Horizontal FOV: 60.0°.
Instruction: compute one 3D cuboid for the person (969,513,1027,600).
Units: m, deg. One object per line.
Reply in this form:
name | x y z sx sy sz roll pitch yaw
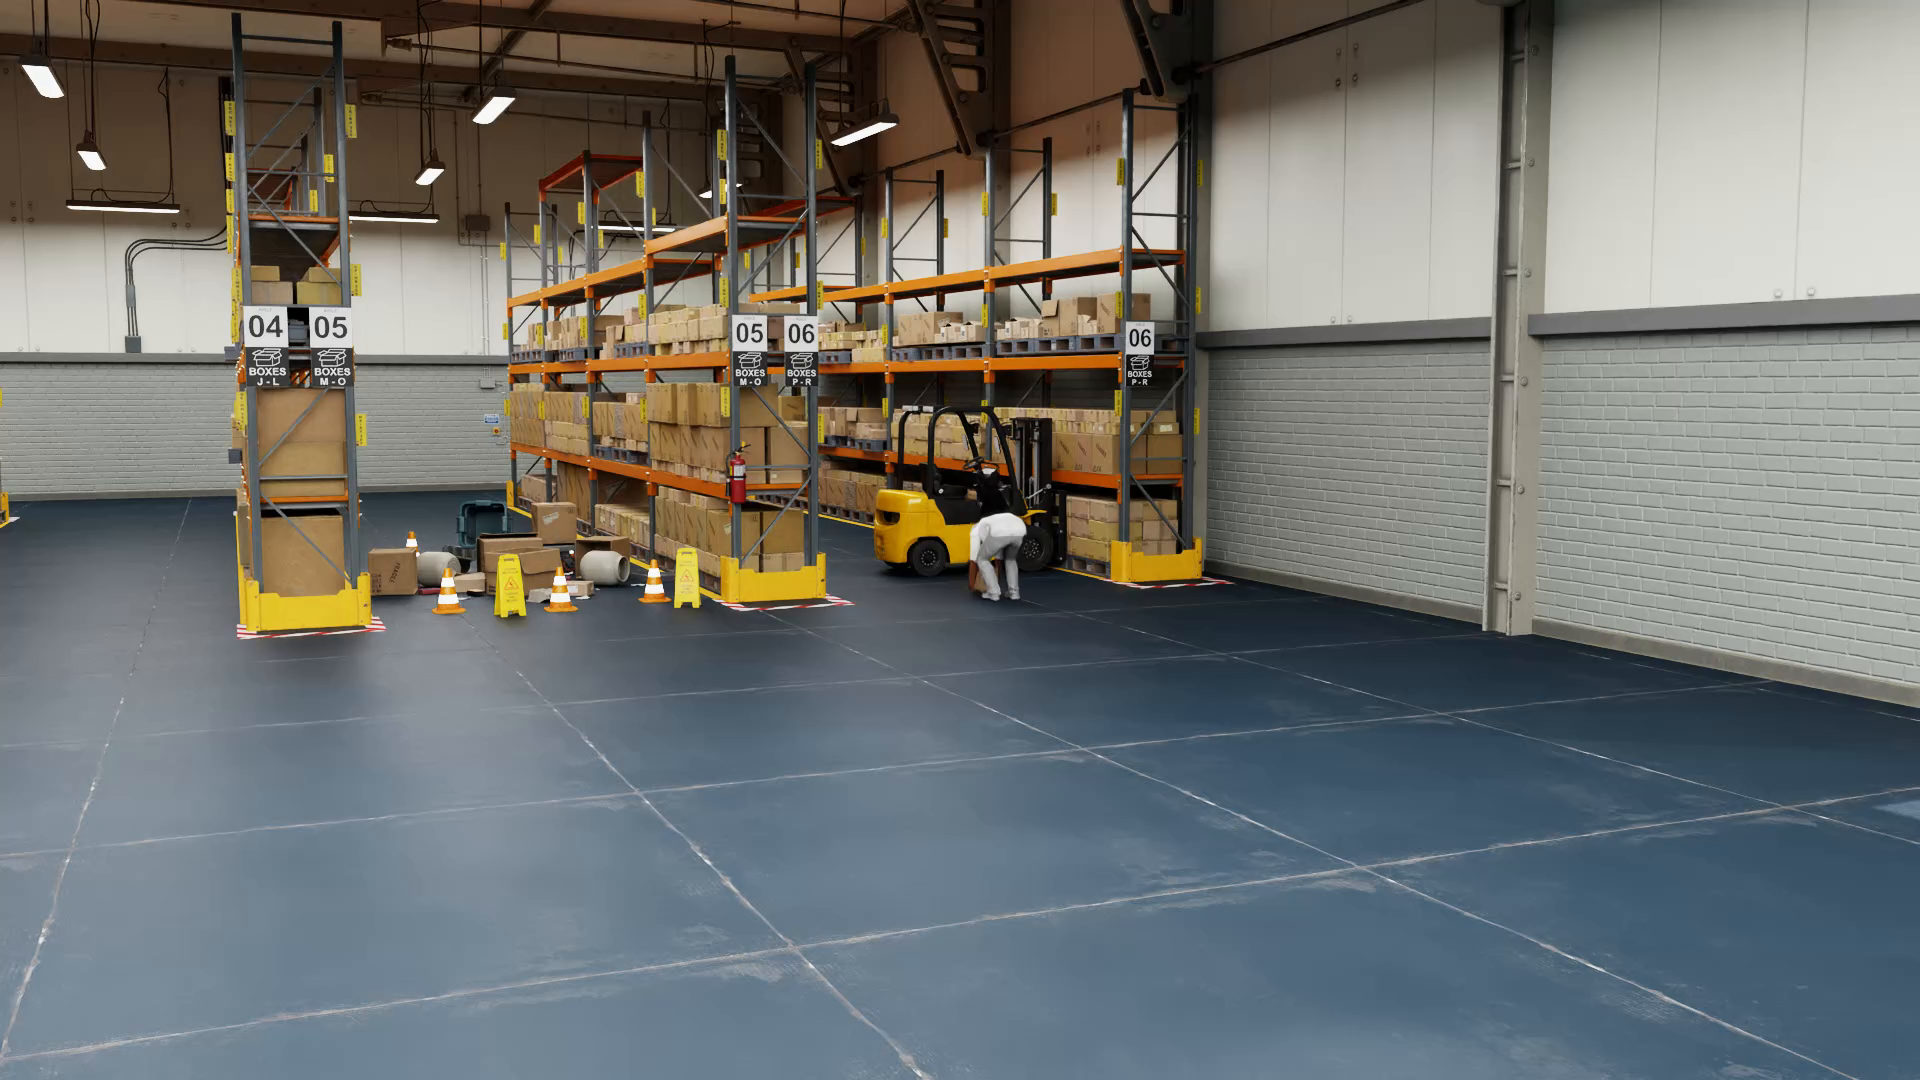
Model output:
person | 0.387 0.166 19.061 0.502 0.979 0.974 -3 6 -26
